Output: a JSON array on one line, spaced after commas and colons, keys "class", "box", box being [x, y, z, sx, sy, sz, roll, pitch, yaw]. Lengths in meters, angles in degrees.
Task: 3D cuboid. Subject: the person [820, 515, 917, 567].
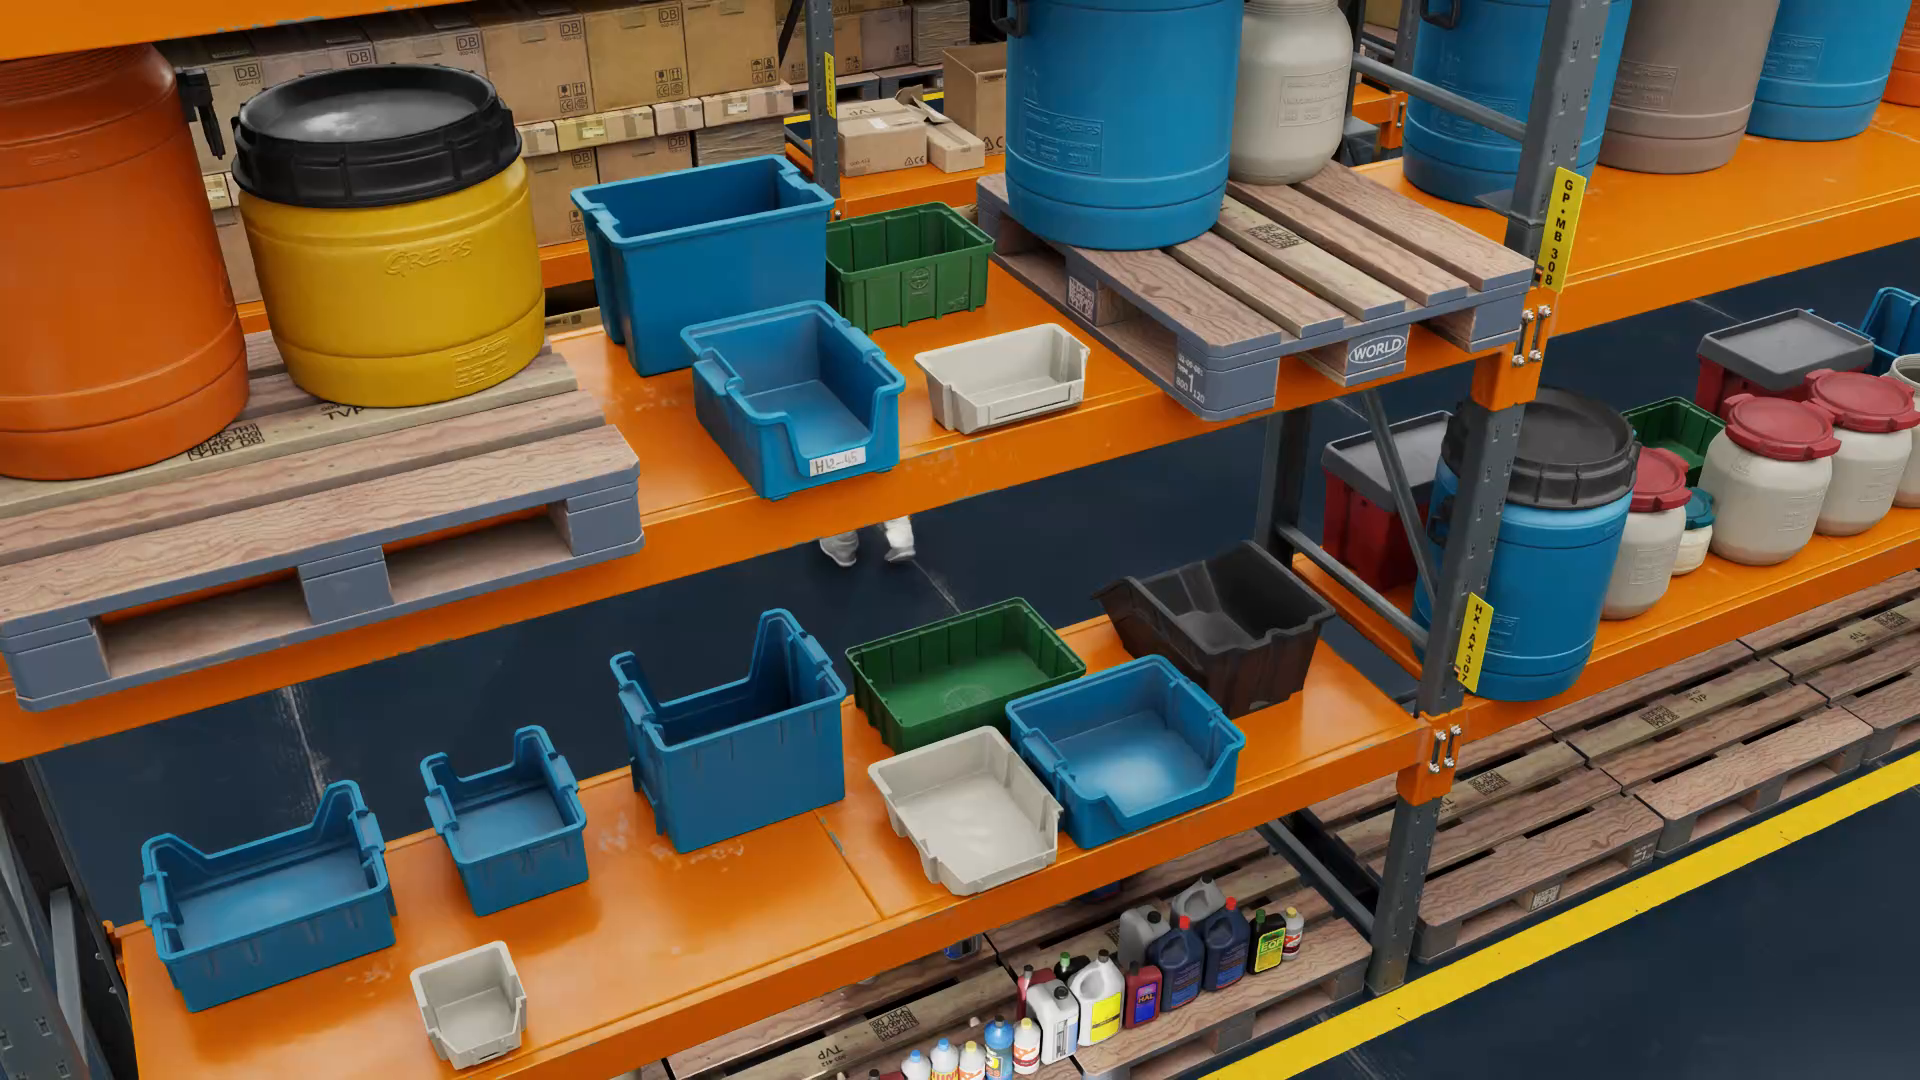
[{"class": "person", "box": [-0.506, -0.575, 8.077, 0.482, 1.740, 0.470, -15, 36, -22]}]
